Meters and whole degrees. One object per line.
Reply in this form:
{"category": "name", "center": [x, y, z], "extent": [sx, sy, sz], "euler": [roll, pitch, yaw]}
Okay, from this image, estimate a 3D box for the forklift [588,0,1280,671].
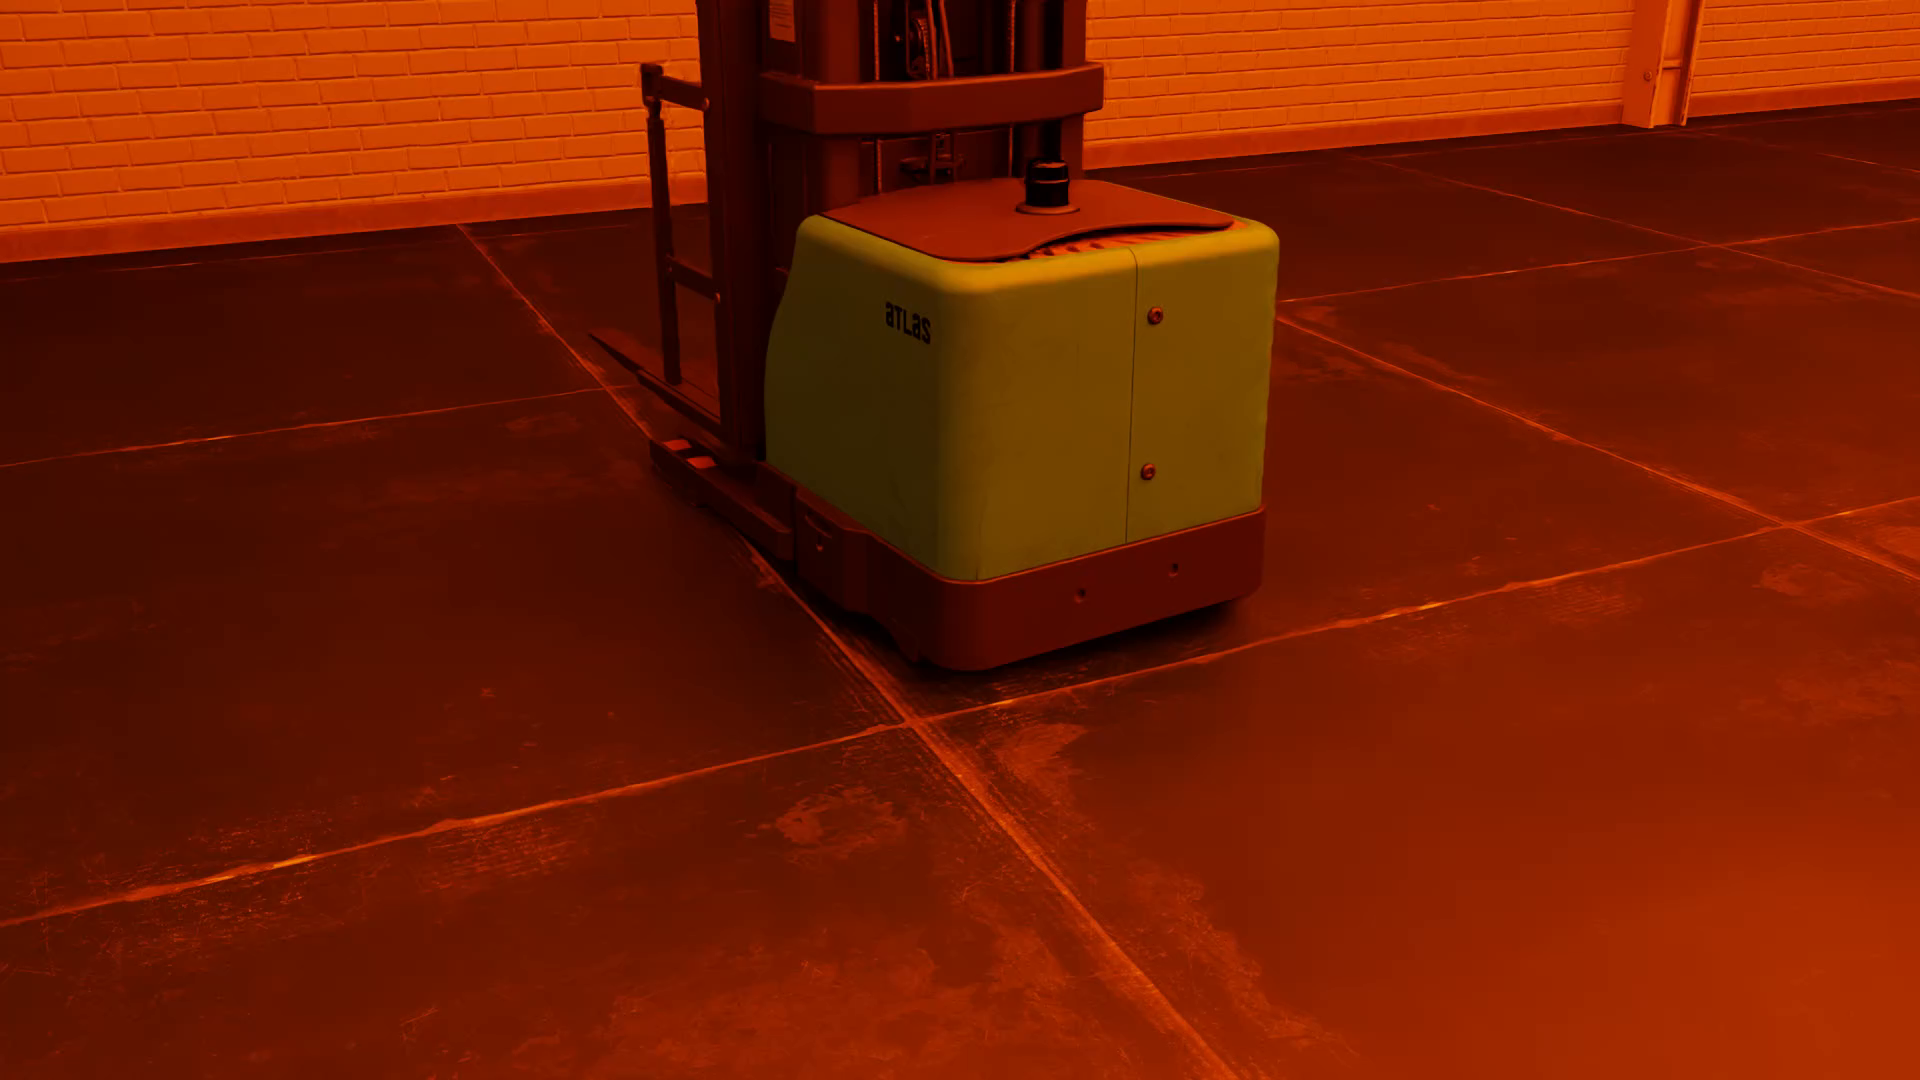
{"category": "forklift", "center": [-0.370, -1.544, 5.002], "extent": [1.130, 2.935, 3.031], "euler": [-13, 26, -29]}
